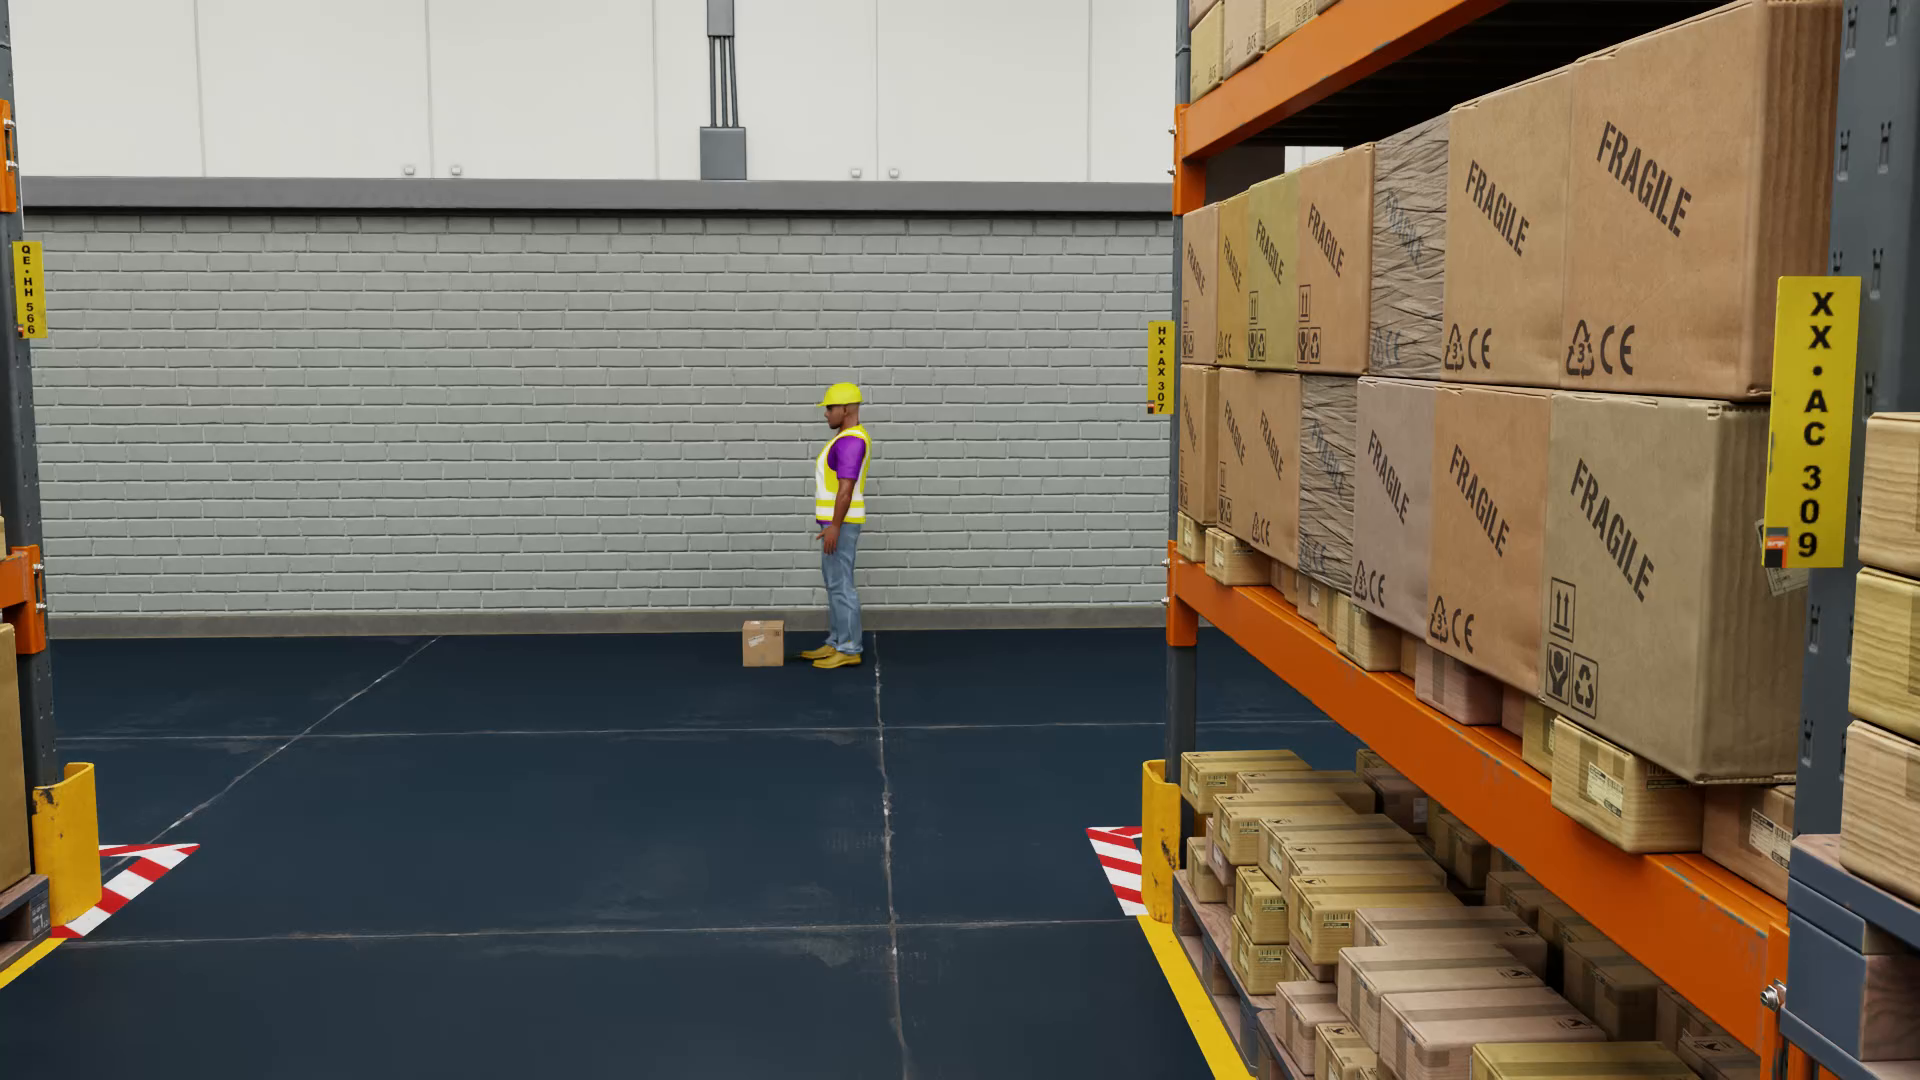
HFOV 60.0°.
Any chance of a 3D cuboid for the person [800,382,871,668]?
[{"bbox_3d":[-0.788,-0.097,10.463,0.462,1.782,0.587,0,7,-3],"label":"person"}]
